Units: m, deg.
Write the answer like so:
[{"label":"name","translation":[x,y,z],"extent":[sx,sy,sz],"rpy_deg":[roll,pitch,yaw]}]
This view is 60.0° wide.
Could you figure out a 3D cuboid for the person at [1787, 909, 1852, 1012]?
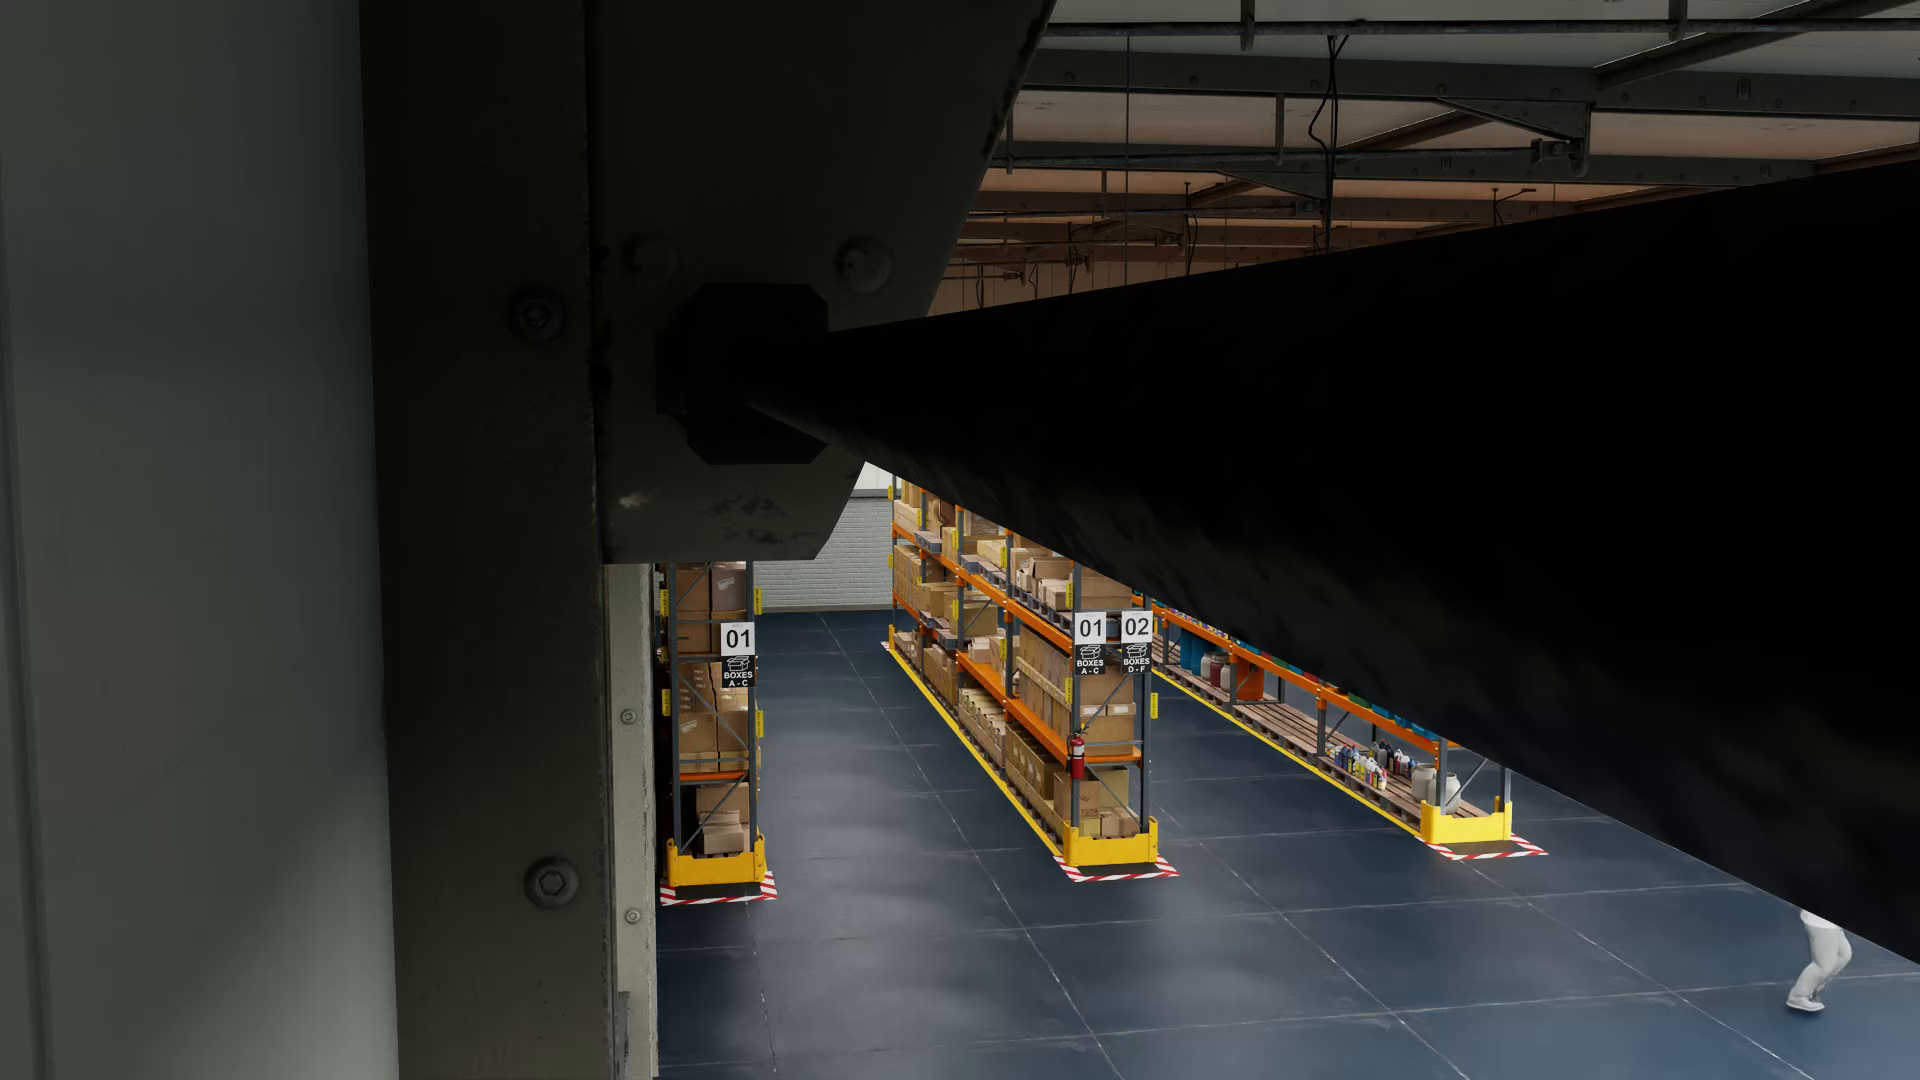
[{"label":"person","translation":[8.419,3.733,16.111],"extent":[0.702,1.813,0.693],"rpy_deg":[2,6,14]}]
